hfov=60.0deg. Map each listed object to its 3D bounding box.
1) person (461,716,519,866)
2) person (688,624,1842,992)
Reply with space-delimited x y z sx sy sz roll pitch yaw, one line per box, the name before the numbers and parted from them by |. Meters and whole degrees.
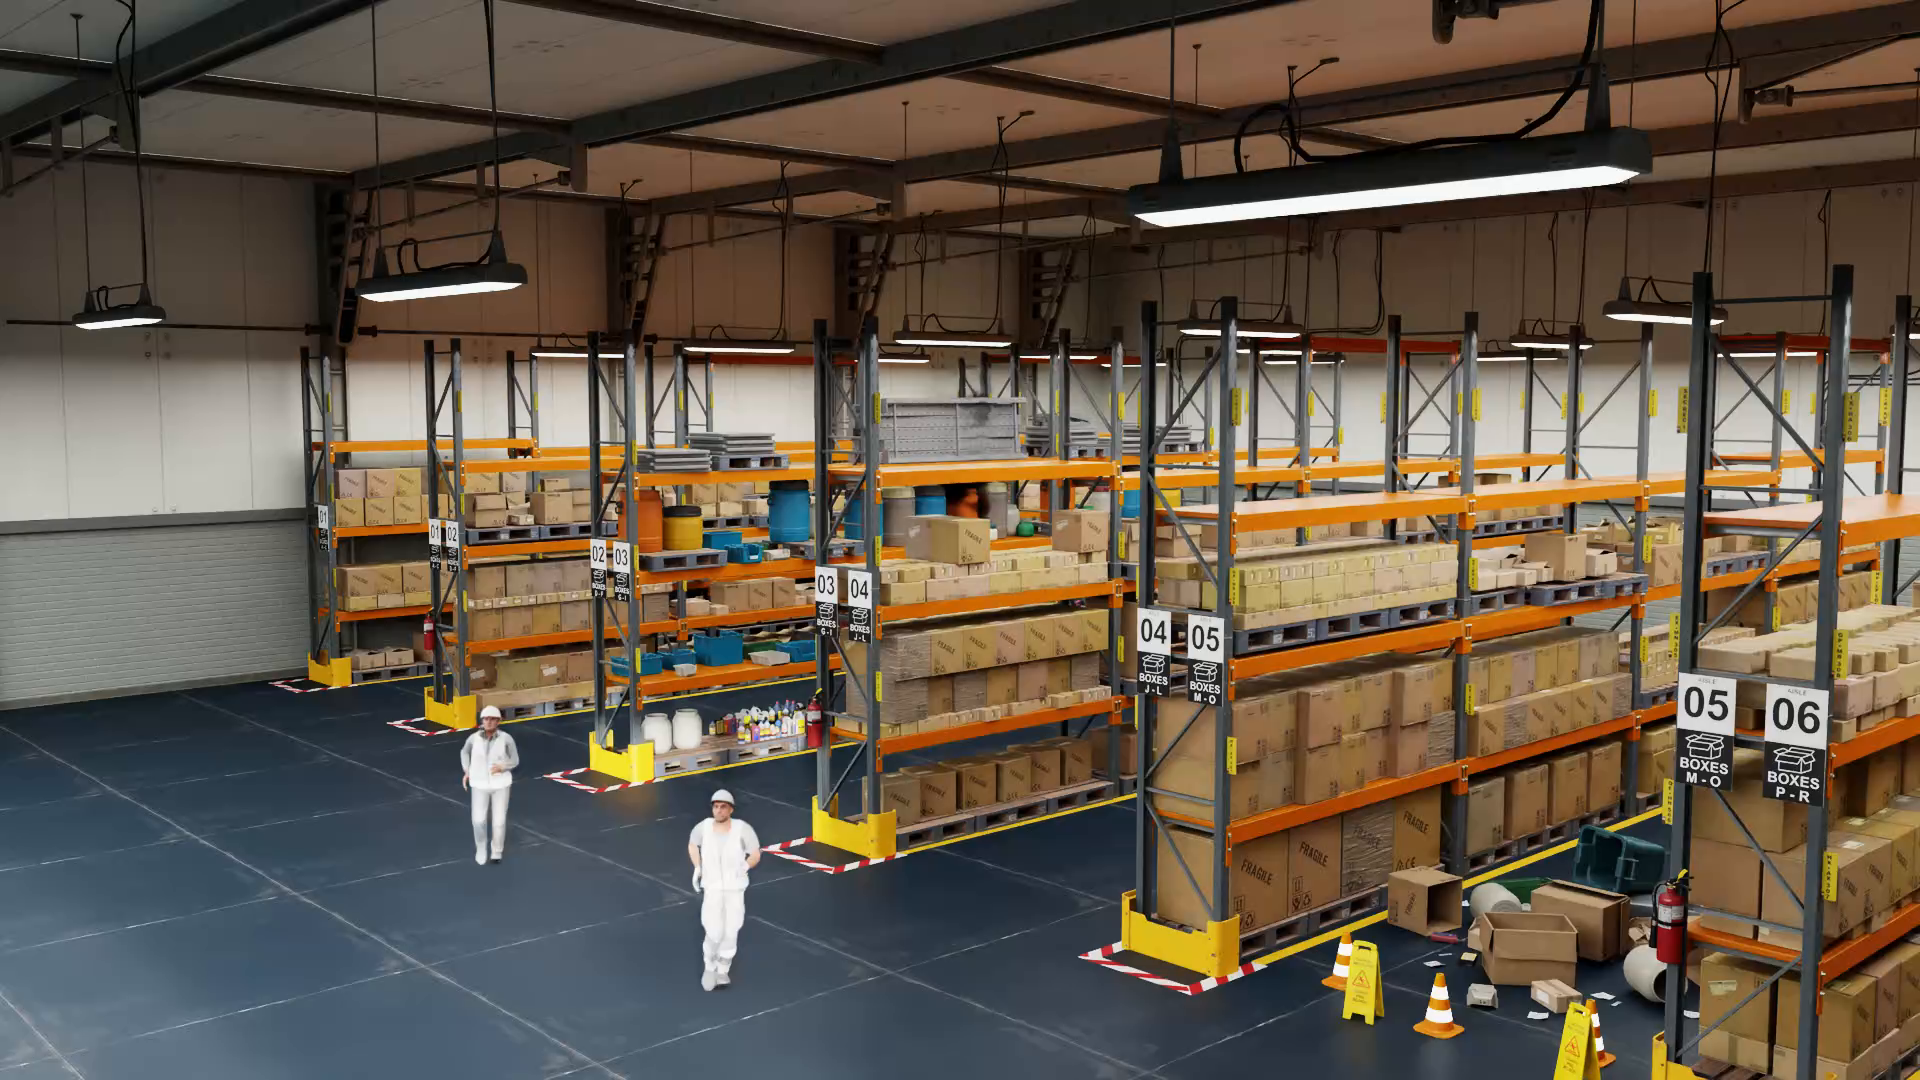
person | -5.134 2.713 18.157 0.637 1.700 0.670 -1 5 -12
person | 2.238 2.290 13.711 8.956 3.340 2.768 -1 5 -7
